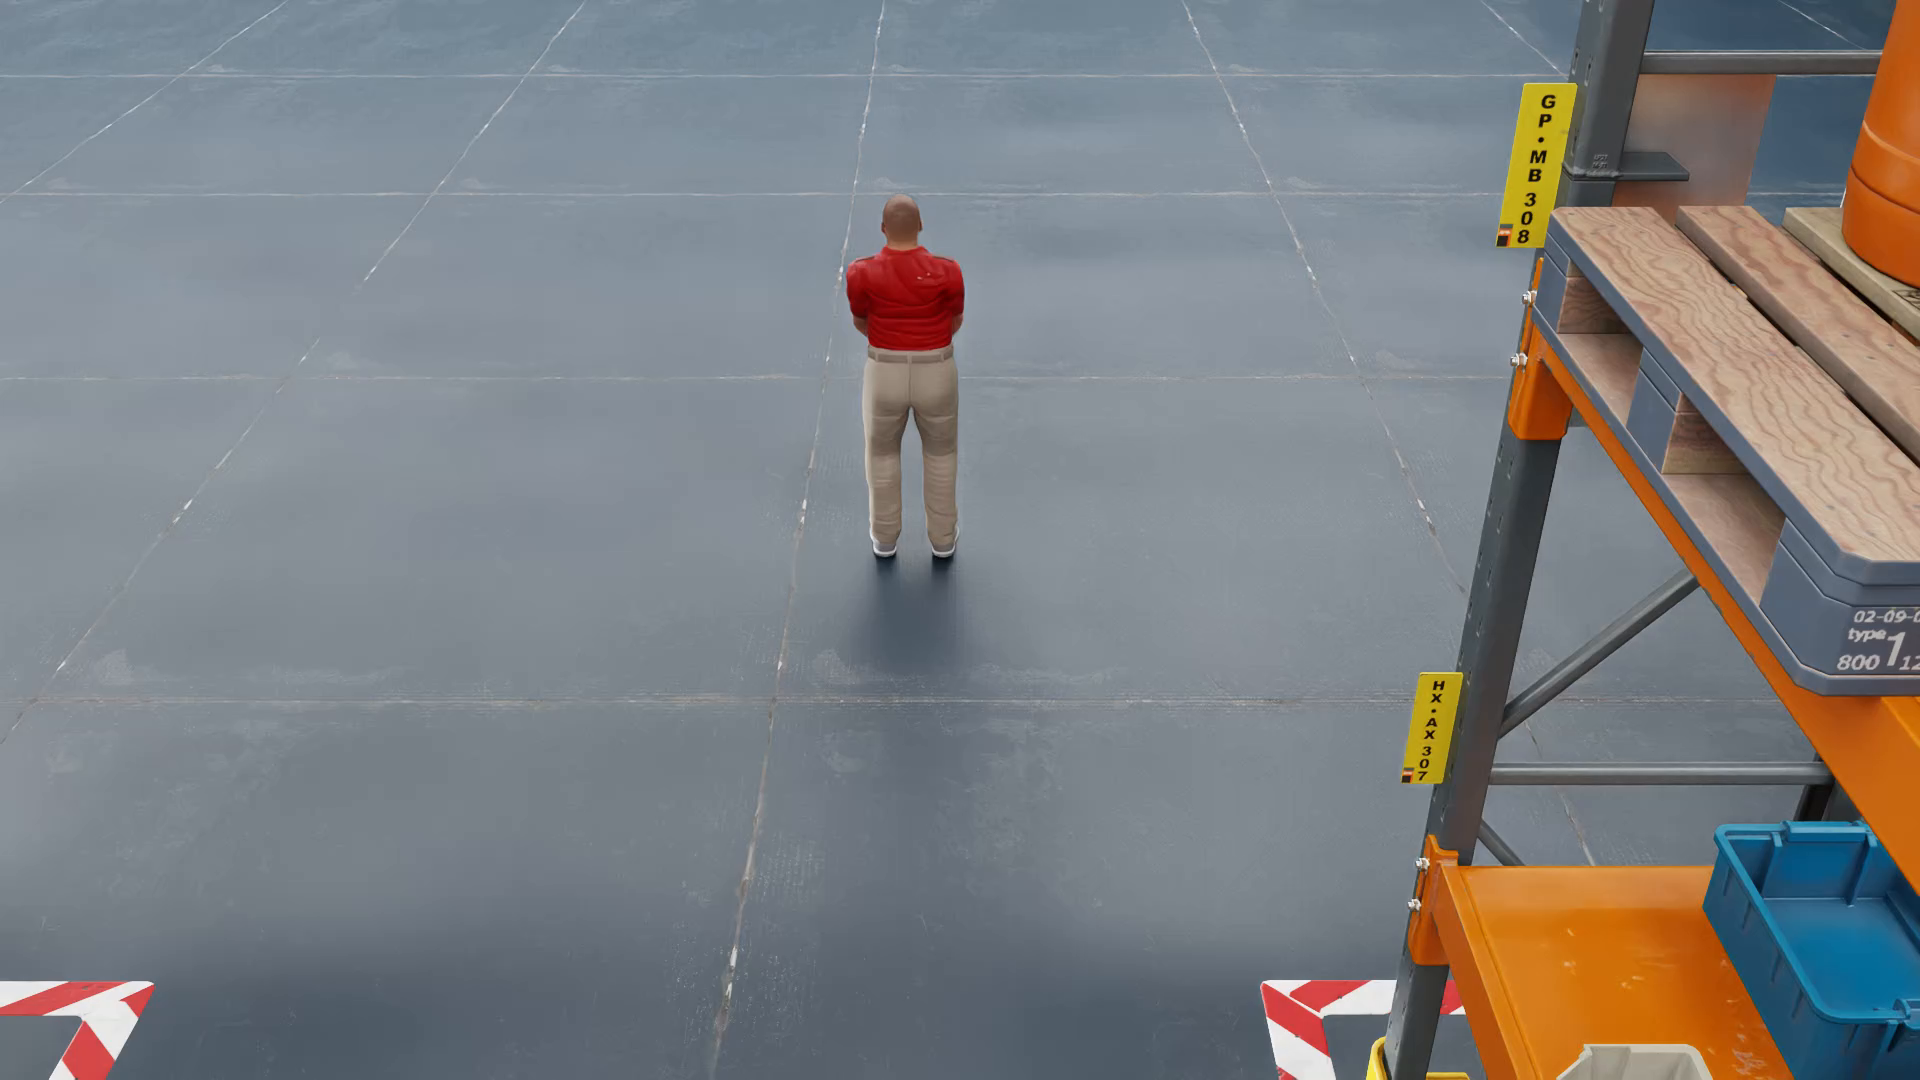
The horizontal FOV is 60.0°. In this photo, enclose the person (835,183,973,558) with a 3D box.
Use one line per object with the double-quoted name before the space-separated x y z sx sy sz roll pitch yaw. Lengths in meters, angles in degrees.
"person" -0.238 -0.718 7.325 0.606 1.728 0.386 -2 31 -3
